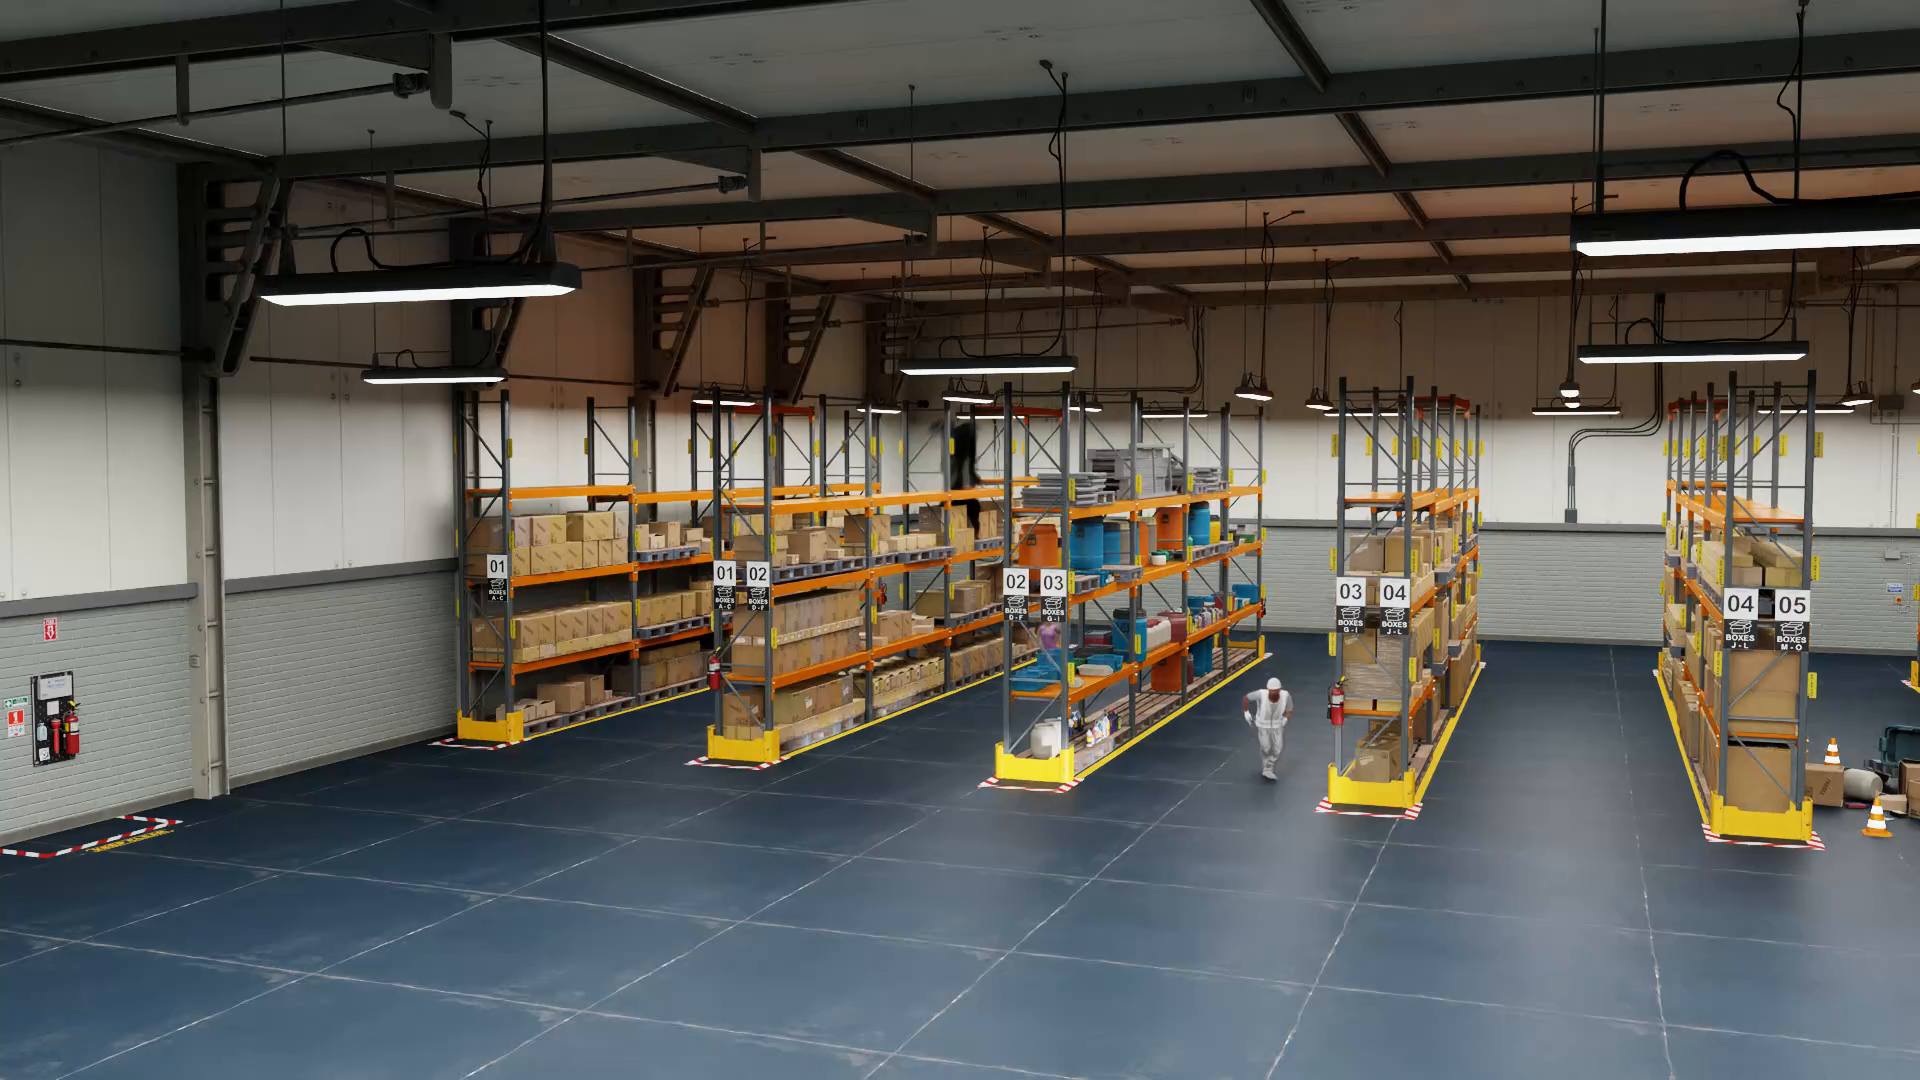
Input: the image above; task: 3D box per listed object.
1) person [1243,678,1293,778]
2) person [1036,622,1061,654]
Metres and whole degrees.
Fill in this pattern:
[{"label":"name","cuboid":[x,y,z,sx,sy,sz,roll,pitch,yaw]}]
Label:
[{"label":"person","cuboid":[4.628,2.833,24.975,0.715,1.589,0.821,0,3,1]},{"label":"person","cuboid":[1.808,2.310,34.182,0.537,1.609,0.852,1,3,14]}]
